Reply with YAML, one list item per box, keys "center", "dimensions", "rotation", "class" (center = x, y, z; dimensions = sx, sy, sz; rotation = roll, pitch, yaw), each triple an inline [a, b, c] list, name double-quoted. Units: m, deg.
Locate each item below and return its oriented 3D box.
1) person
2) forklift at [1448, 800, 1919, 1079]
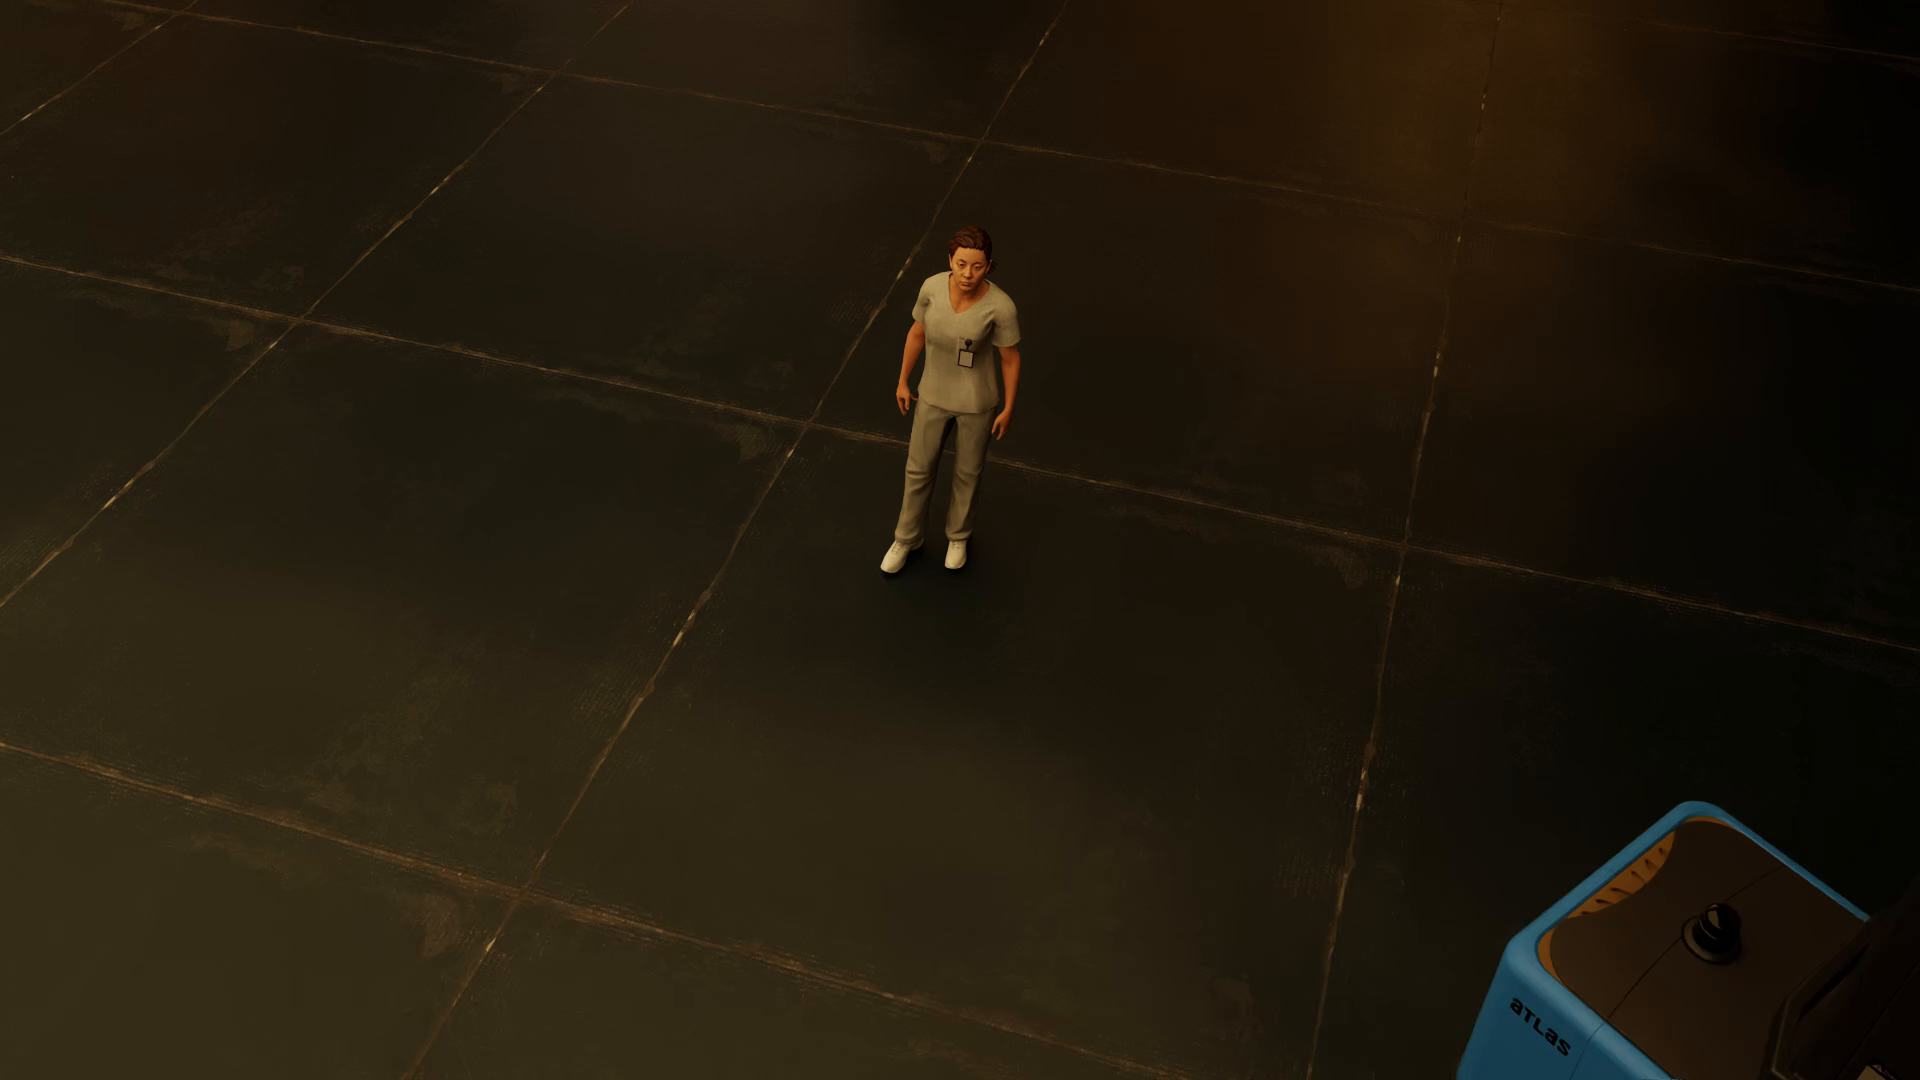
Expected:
- center: [-0.035, -0.574, 7.216]
  dimensions: [0.549, 1.673, 0.548]
  rotation: [12, 44, 13]
  class: "person"
- center: [2.909, 1.529, 4.045]
  dimensions: [1.130, 2.935, 3.031]
  rotation: [-27, 49, -26]
  class: "forklift"
